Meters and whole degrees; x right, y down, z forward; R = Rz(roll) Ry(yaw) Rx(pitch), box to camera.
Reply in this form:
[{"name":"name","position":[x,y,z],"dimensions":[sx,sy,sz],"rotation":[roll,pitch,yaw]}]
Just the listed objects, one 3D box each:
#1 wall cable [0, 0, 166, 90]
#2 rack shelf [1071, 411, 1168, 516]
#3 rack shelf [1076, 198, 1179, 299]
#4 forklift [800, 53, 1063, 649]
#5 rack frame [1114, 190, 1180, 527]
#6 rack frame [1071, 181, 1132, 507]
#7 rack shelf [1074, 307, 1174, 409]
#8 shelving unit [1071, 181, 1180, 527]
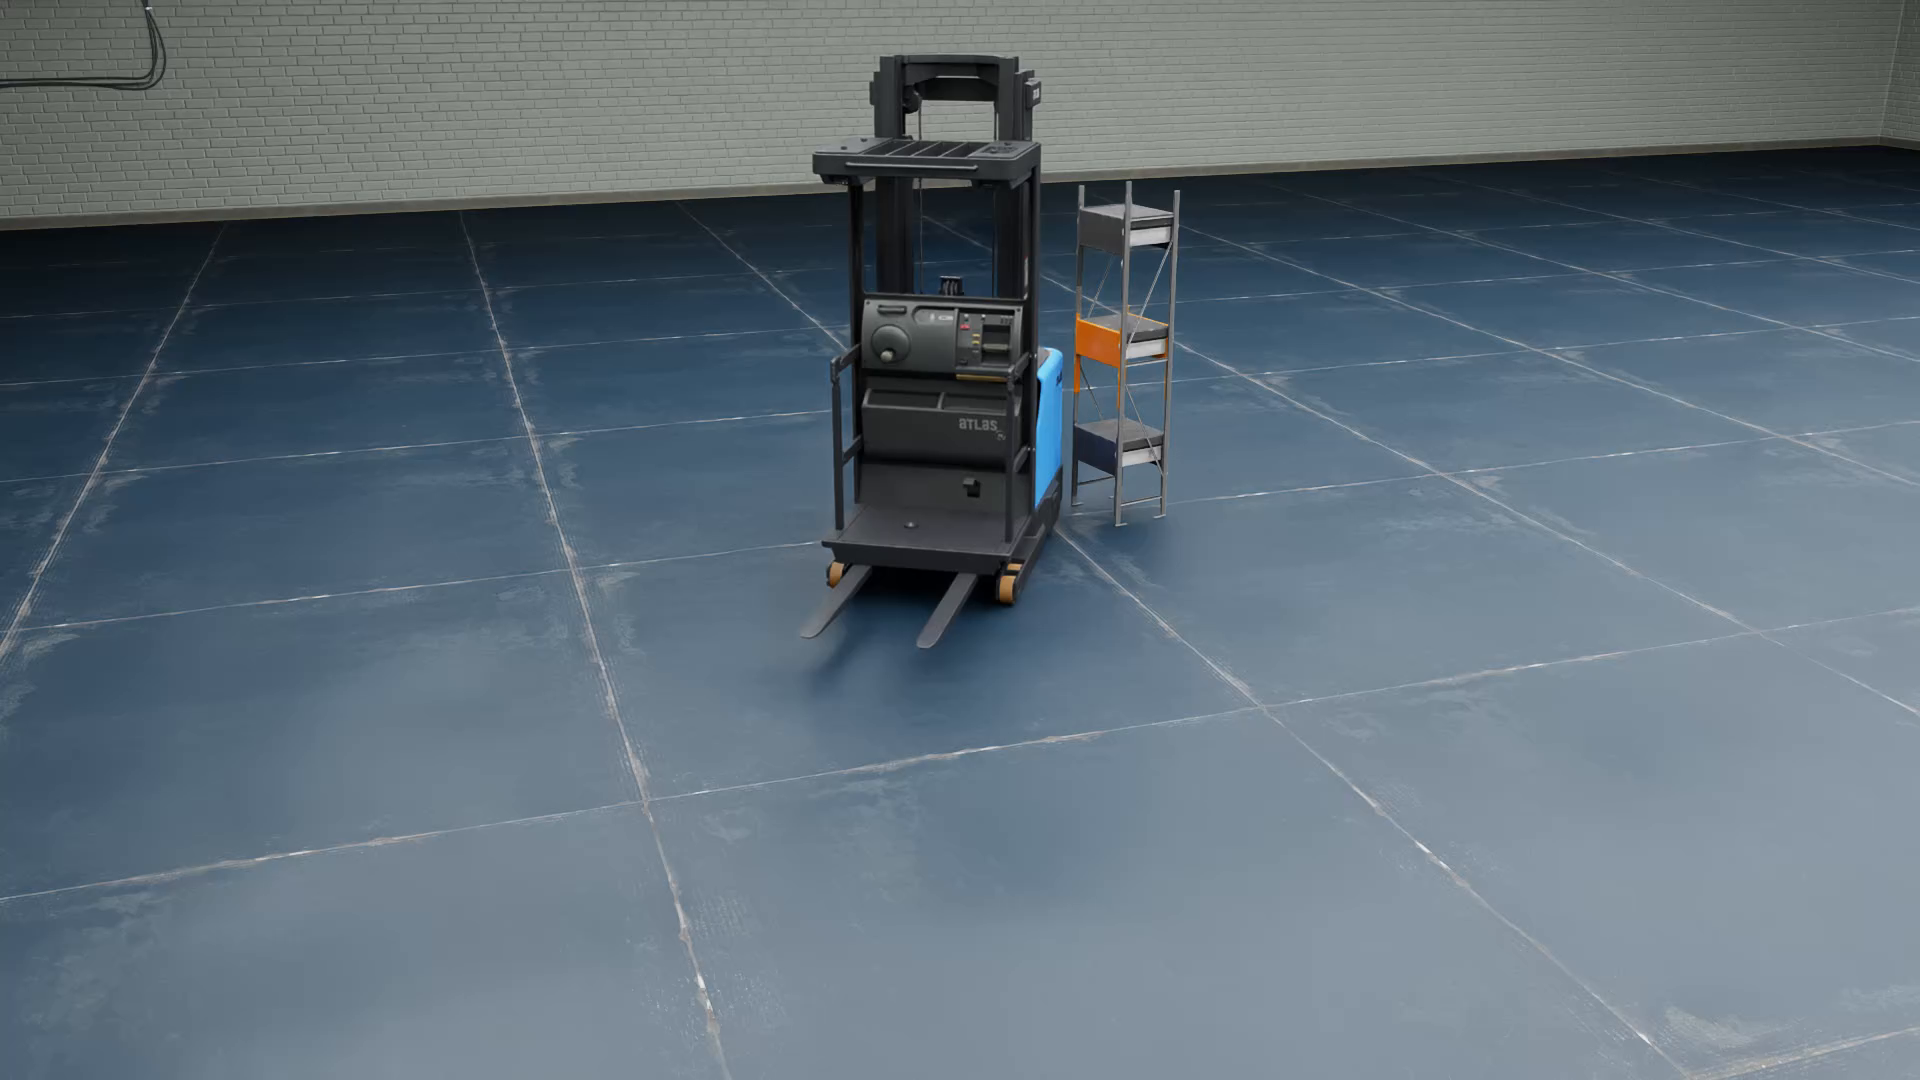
[{"name":"wall cable","position":[-11.754,-6.864,20.809],"dimensions":[3.097,2.526,0.112],"rotation":[-6,21,-17]},{"name":"rack shelf","position":[1.038,-0.505,10.827],"dimensions":[0.431,0.518,0.480],"rotation":[-12,23,-29]},{"name":"rack shelf","position":[1.038,-1.822,10.354],"dimensions":[0.431,0.518,0.480],"rotation":[-12,23,-29]},{"name":"forklift","position":[-0.149,-1.155,9.297],"dimensions":[1.130,2.935,3.031],"rotation":[4,20,12]},{"name":"rack frame","position":[1.164,-1.106,10.389],"dimensions":[0.400,2.100,0.015],"rotation":[-12,23,-29]},{"name":"rack frame","position":[0.912,-1.247,10.782],"dimensions":[0.400,2.100,0.015],"rotation":[-12,23,-29]},{"name":"rack shelf","position":[1.038,-1.164,10.590],"dimensions":[0.431,0.518,0.480],"rotation":[-12,23,-29]},{"name":"shelving unit","position":[1.038,-1.176,10.586],"dimensions":[0.431,2.100,0.503],"rotation":[-12,23,-29]}]
